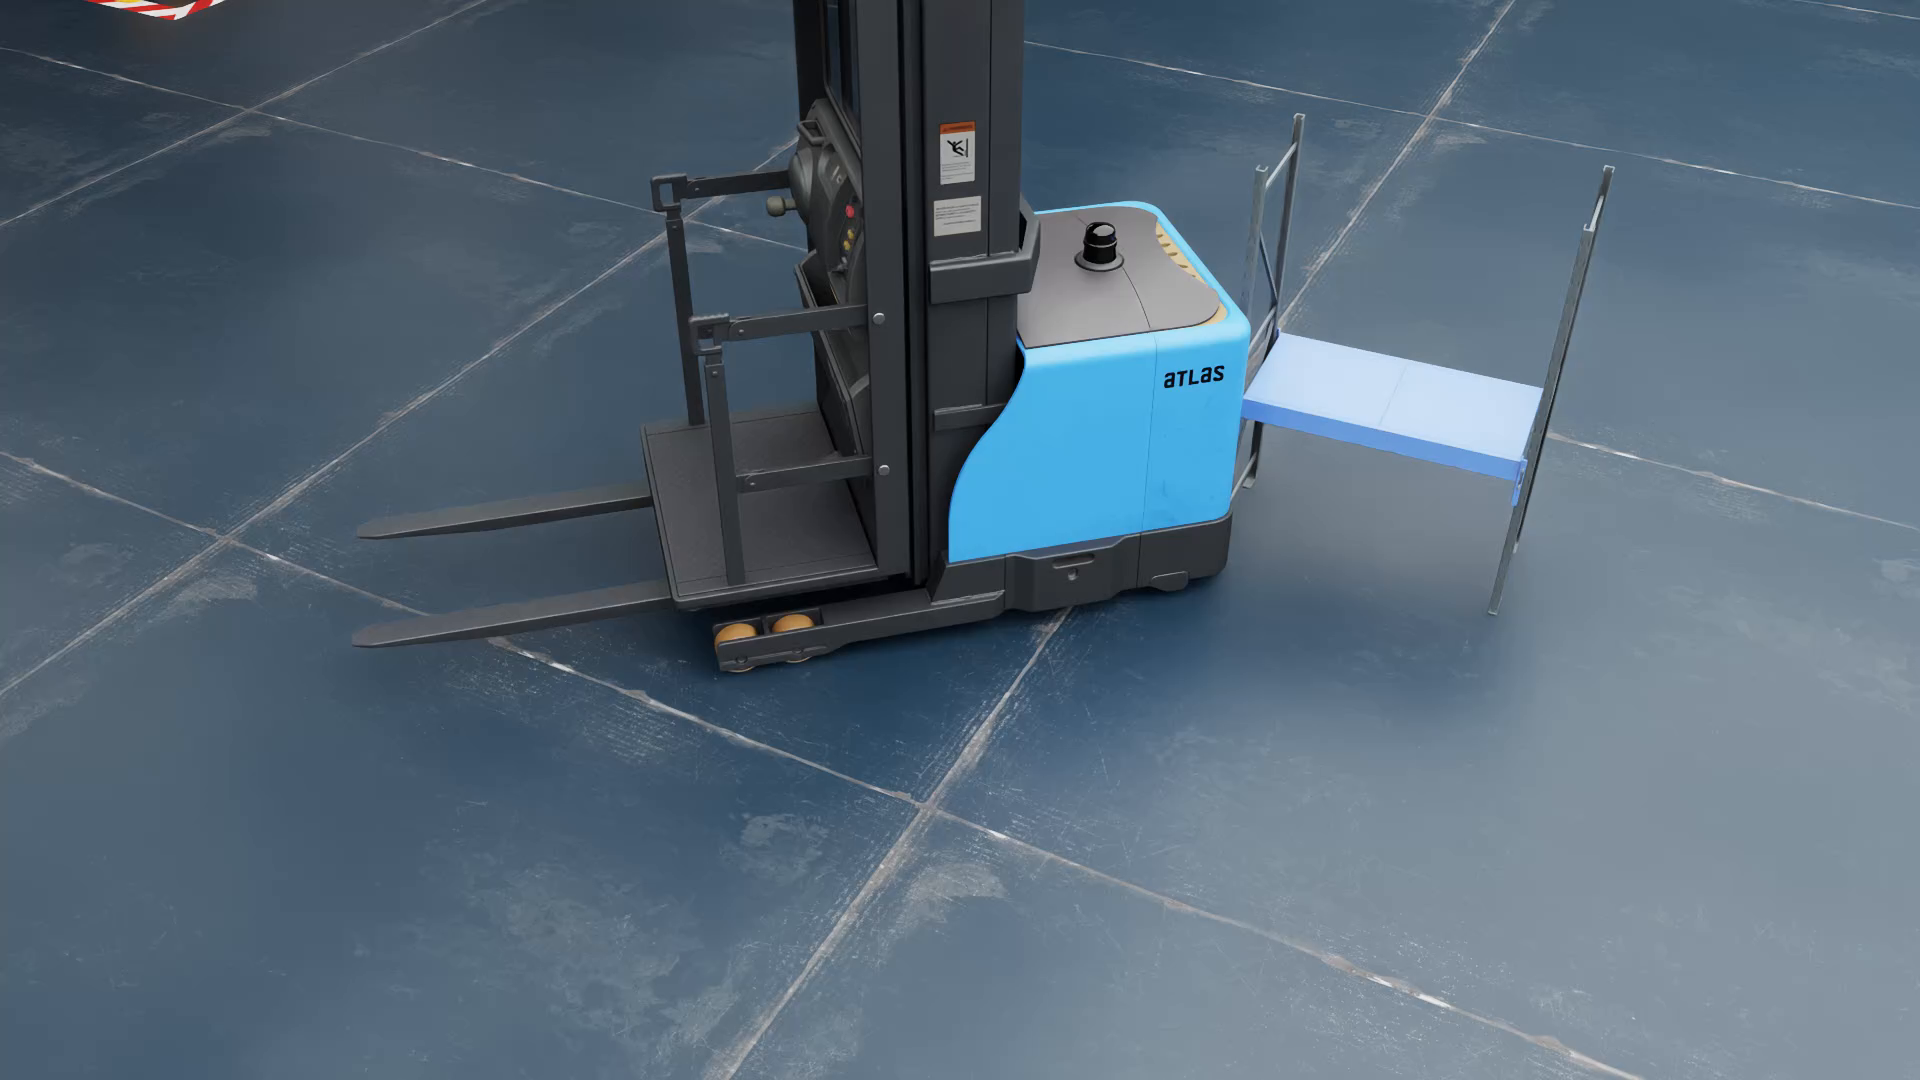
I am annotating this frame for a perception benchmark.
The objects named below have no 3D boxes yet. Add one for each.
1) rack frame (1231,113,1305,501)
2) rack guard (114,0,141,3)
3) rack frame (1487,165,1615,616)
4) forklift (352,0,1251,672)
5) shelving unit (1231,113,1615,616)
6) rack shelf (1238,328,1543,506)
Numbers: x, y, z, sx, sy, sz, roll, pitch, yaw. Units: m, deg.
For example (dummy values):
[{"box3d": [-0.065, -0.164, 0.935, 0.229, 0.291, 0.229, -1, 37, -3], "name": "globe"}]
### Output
[{"box3d": [1.064, -0.723, 5.962, 0.032, 1.500, 0.500, 15, 40, 19], "name": "rack frame"}, {"box3d": [-5.298, -4.060, 11.185, 0.348, 0.500, 1.175, 17, 41, 21], "name": "rack guard"}, {"box3d": [1.990, -0.469, 5.628, 0.032, 1.500, 0.500, 15, 40, 19], "name": "rack frame"}, {"box3d": [-0.605, -1.072, 5.238, 3.031, 2.935, 1.130, -9, 38, -12], "name": "forklift"}, {"box3d": [1.527, -0.596, 5.795, 1.048, 1.500, 0.538, 15, 40, 19], "name": "shelving unit"}, {"box3d": [1.527, -0.453, 5.904, 1.000, 0.185, 0.538, 15, 40, 19], "name": "rack shelf"}]
